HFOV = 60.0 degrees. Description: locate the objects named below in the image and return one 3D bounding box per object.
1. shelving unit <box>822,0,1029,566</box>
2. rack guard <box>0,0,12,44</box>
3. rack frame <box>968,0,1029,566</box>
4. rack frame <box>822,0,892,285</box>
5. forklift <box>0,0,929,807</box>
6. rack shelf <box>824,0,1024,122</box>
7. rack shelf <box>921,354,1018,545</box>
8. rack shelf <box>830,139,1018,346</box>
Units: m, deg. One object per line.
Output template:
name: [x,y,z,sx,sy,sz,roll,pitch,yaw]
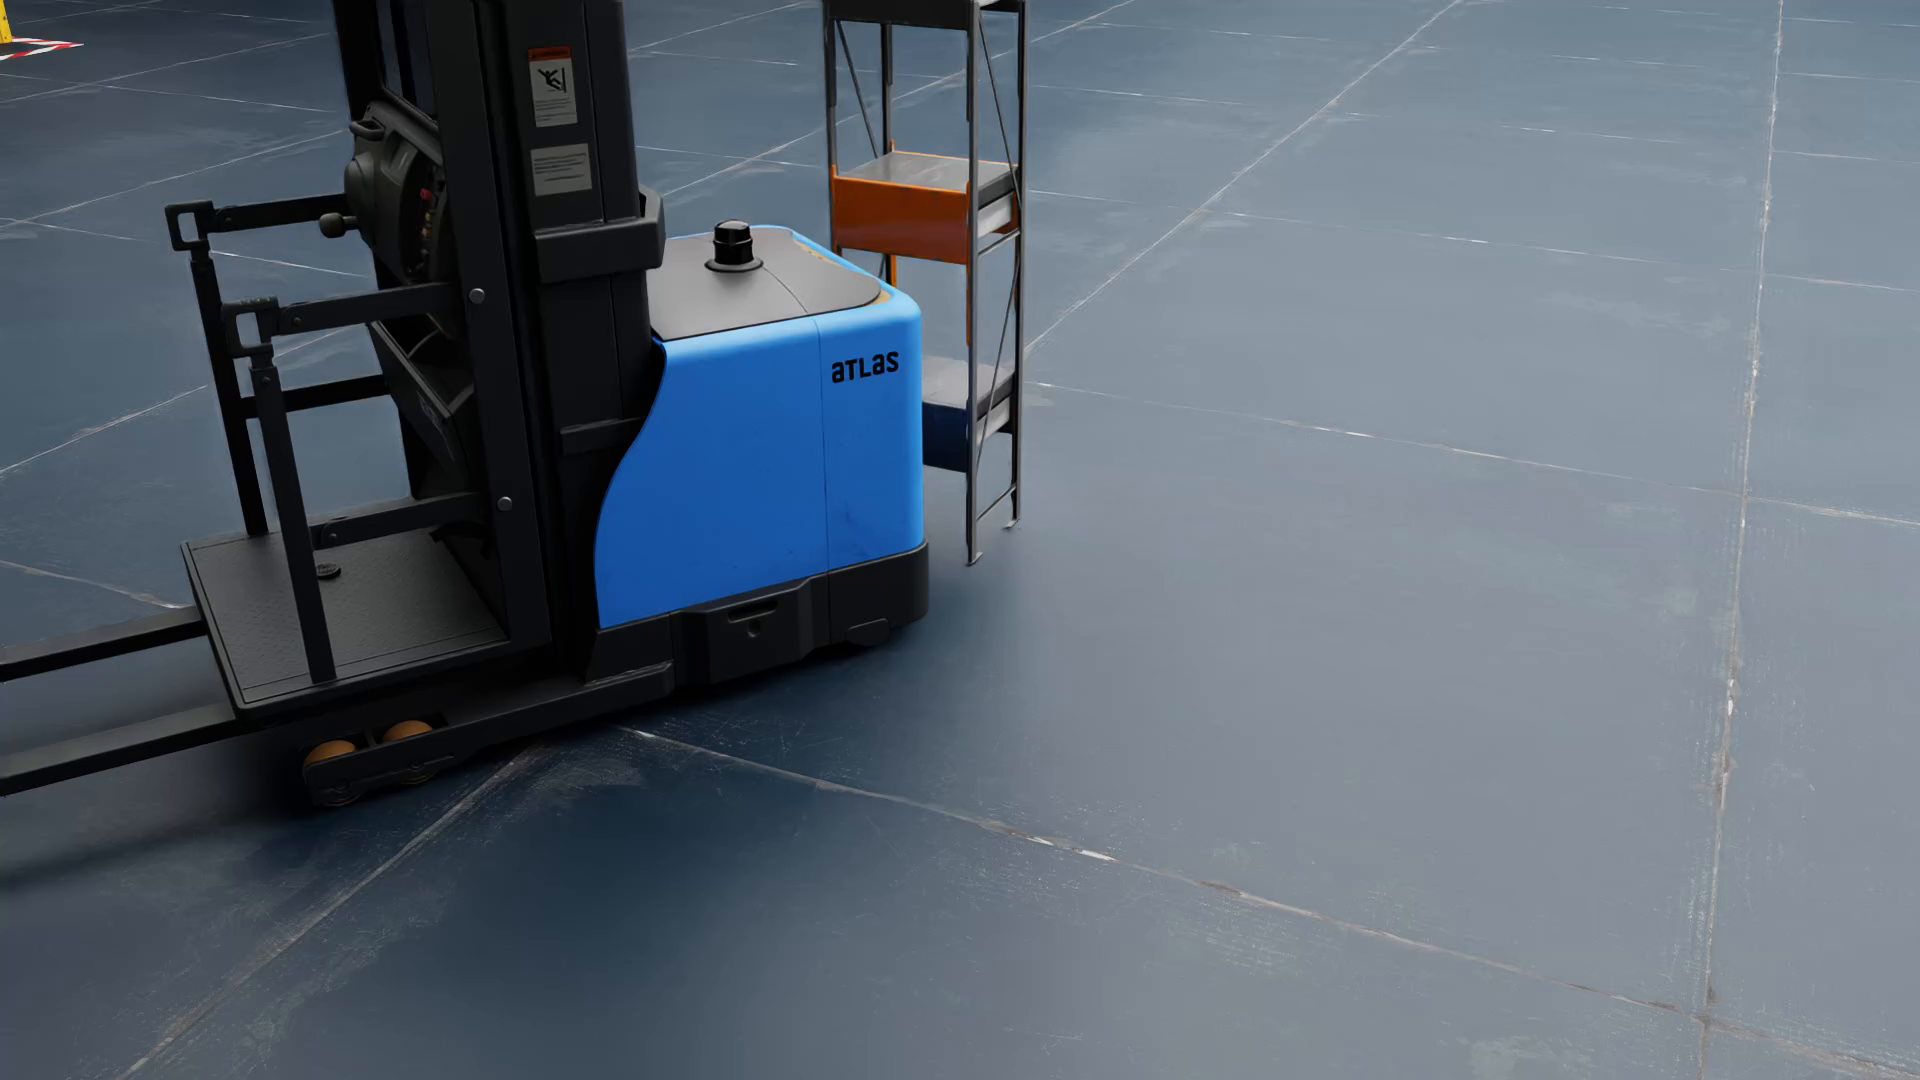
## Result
shelving unit: [-0.100,-0.982,5.368,0.503,2.100,0.431,12,29,23]
rack guard: [-8.754,-4.437,14.195,0.348,0.500,1.175,11,28,22]
rack frame: [0.120,-0.936,5.273,0.015,2.100,0.400,12,29,23]
rack frame: [-0.320,-1.029,5.463,0.015,2.100,0.400,12,29,23]
forklift: [-1.632,-0.887,4.234,3.031,2.935,1.130,-14,30,-27]
rack shelf: [-0.100,-1.598,5.065,0.480,0.518,0.431,12,29,23]
rack shelf: [-0.100,-0.342,5.683,0.480,0.518,0.431,12,29,23]
rack shelf: [-0.100,-0.970,5.374,0.480,0.518,0.431,12,29,23]
